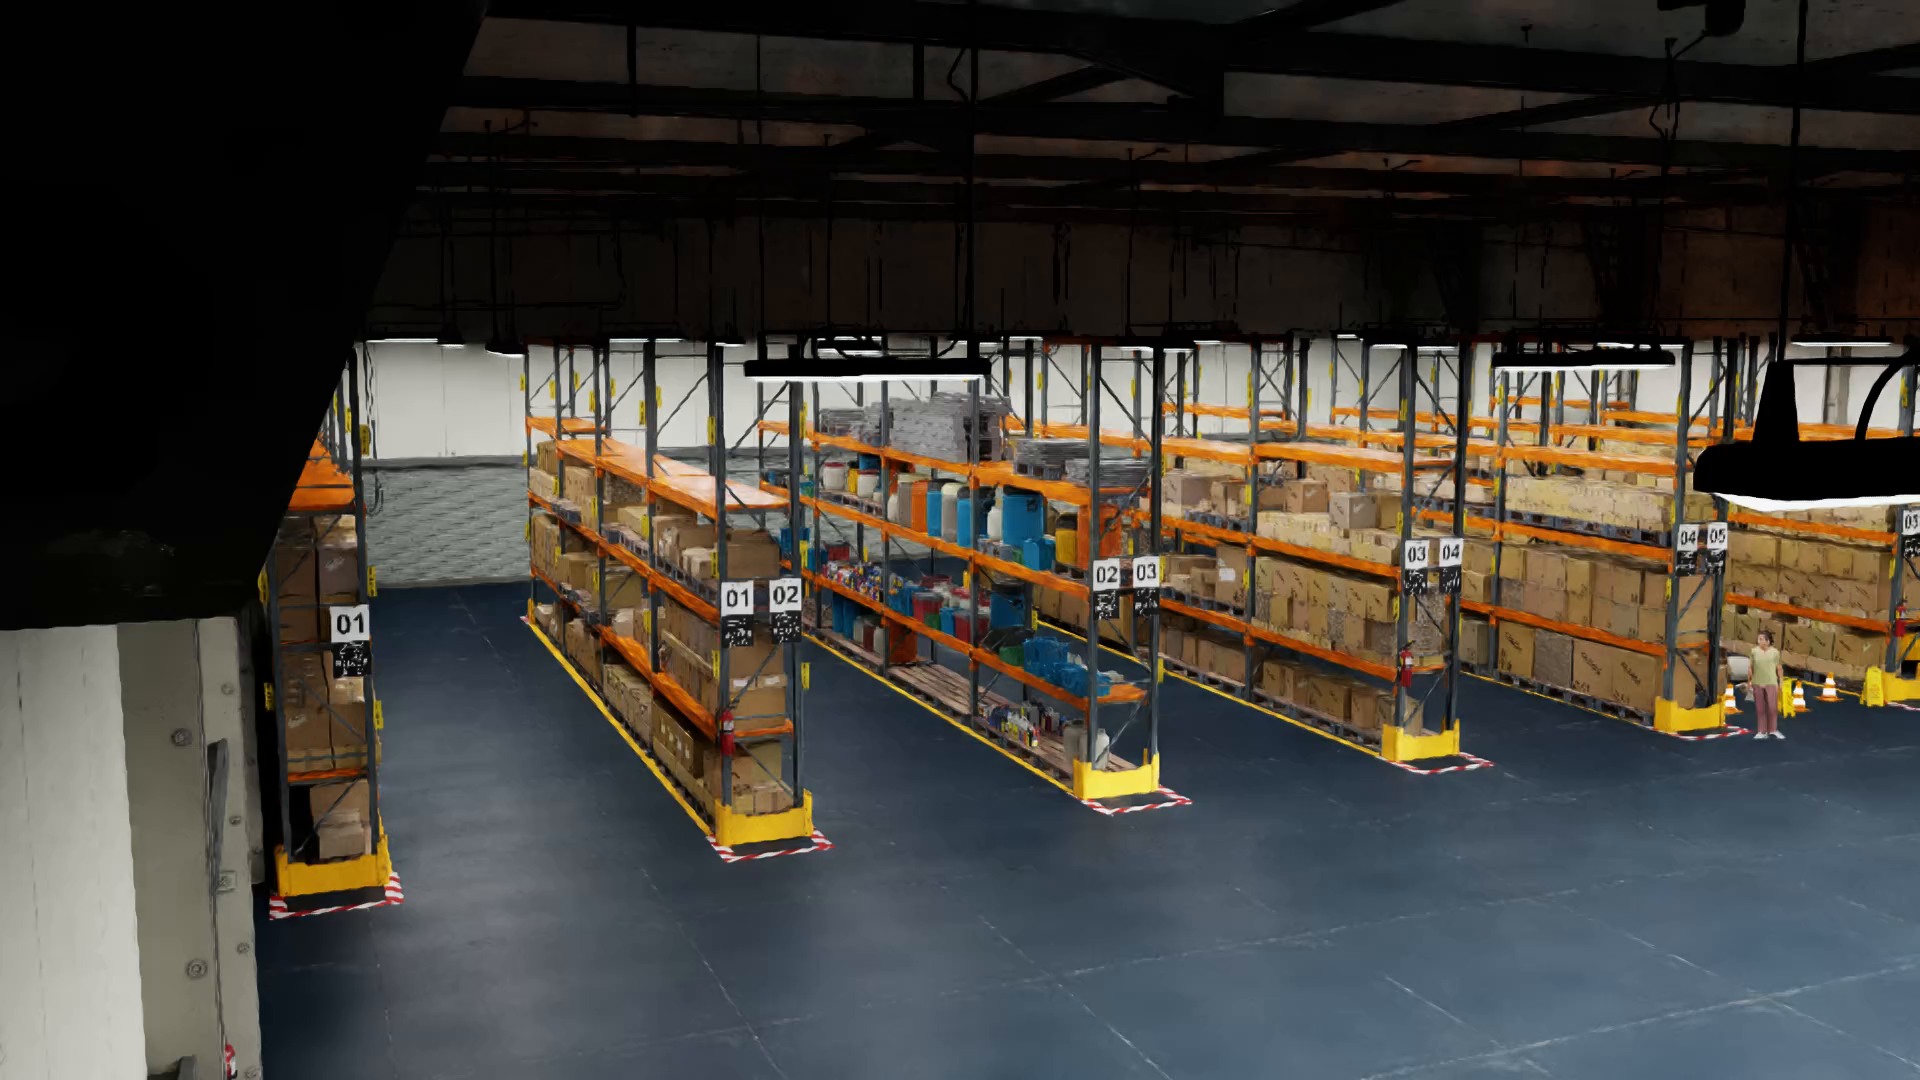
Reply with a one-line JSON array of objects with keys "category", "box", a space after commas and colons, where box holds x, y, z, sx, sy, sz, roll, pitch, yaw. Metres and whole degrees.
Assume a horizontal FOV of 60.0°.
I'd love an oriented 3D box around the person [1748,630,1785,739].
[{"category": "person", "box": [12.154, 2.177, 25.033, 0.571, 1.665, 0.373, 5, 9, 35]}]
